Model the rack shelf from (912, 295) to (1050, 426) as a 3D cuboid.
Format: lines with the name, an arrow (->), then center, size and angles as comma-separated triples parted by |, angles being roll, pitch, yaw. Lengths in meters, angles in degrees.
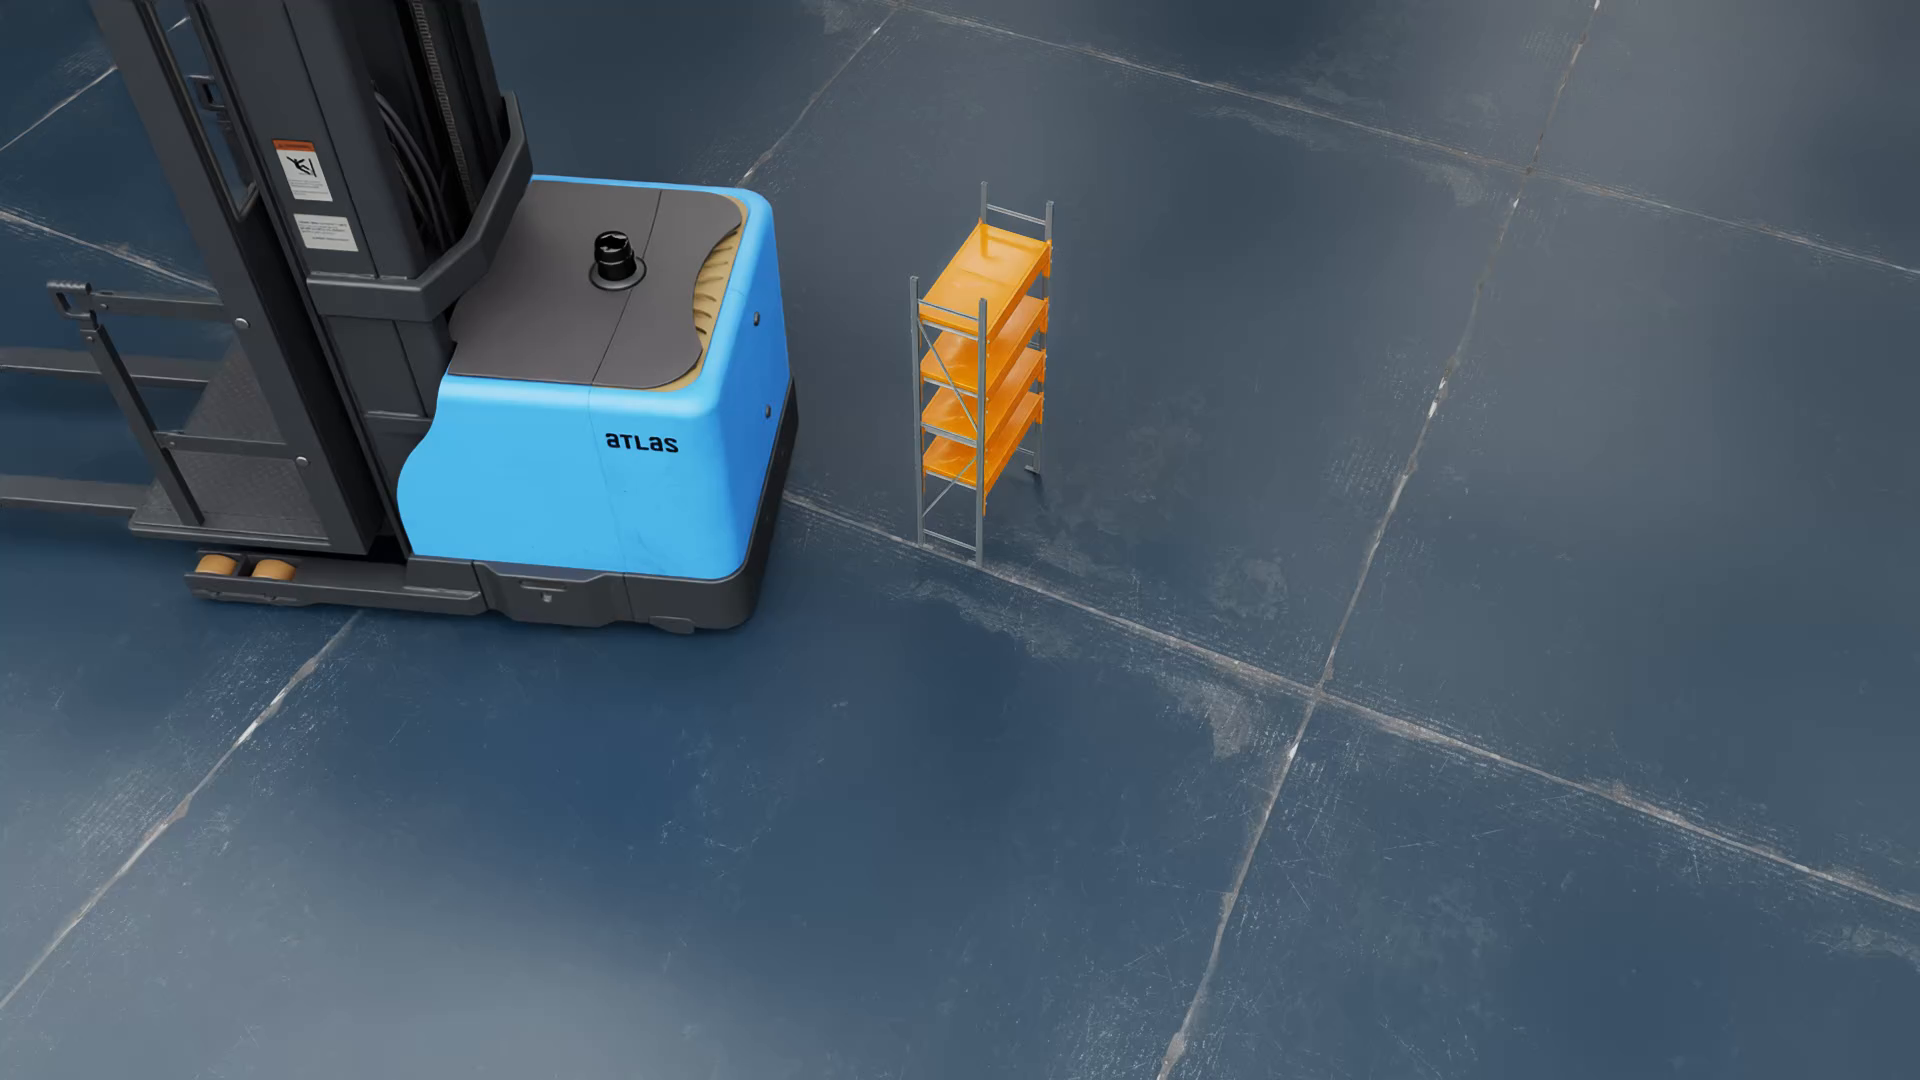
rack shelf -> 0.071, -0.604, 5.271 | 0.258, 0.148, 0.480 | 20, 52, 16

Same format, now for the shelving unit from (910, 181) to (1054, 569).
shelving unit -> 0.071, -0.503, 5.390 | 0.258, 1.200, 0.503 | 20, 52, 16

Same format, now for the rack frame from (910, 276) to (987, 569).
rack frame -> -0.034, -0.335, 5.247 | 0.240, 1.200, 0.015 | 20, 52, 16

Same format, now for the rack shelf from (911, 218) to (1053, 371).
rack shelf -> 0.071, -0.757, 5.091 | 0.258, 0.148, 0.480 | 20, 52, 16

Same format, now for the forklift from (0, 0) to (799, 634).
forklift -> -2.135, -1.126, 4.783 | 3.031, 2.935, 1.130 | 5, 50, 4

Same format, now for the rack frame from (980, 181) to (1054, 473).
rack frame -> 0.175, -0.671, 5.533 | 0.240, 1.200, 0.015 | 20, 52, 16

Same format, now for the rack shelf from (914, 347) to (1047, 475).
rack shelf -> 0.071, -0.459, 5.441 | 0.258, 0.148, 0.480 | 20, 52, 16

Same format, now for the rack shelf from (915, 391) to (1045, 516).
rack shelf -> 0.071, -0.331, 5.592 | 0.258, 0.148, 0.480 | 20, 52, 16
